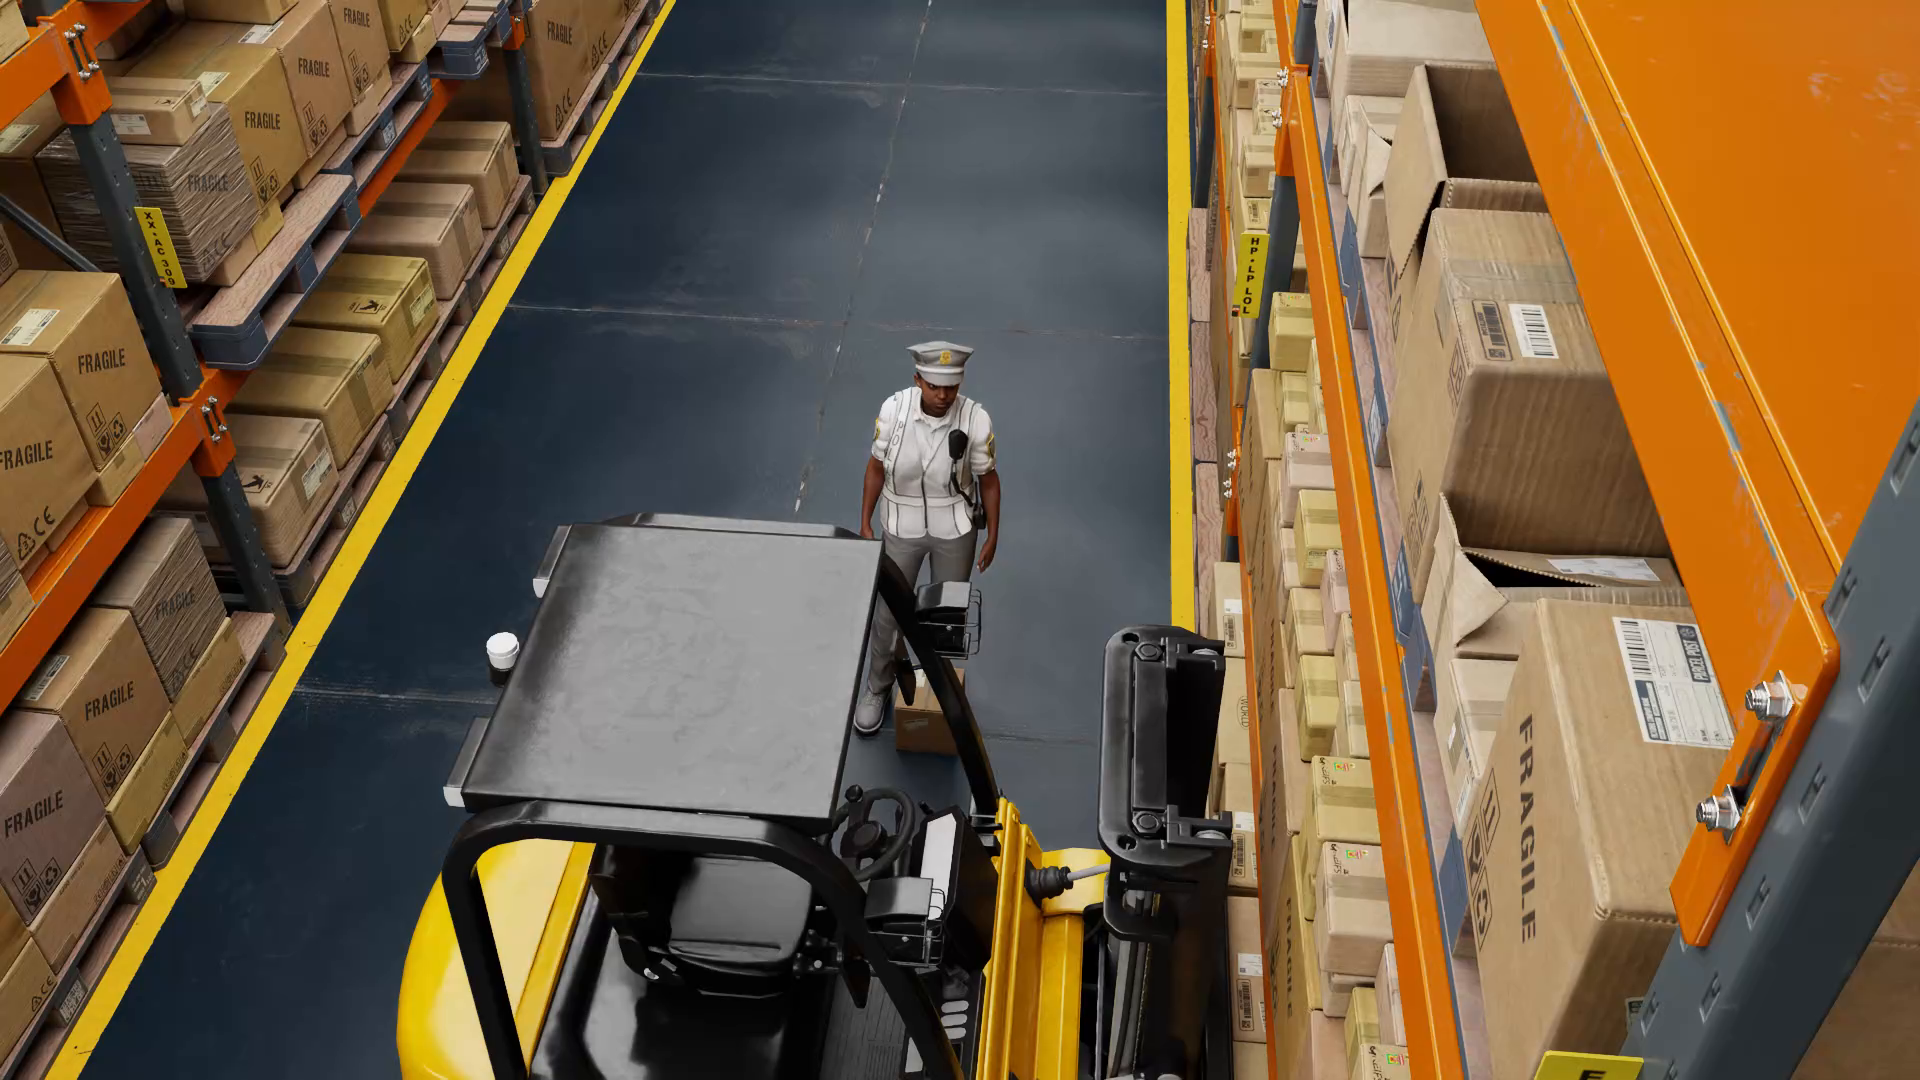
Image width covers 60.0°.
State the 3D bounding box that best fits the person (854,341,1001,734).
[{"bbox_3d":[-0.136,-0.004,6.414,0.570,1.698,0.528,3,40,4],"label":"person"}]
